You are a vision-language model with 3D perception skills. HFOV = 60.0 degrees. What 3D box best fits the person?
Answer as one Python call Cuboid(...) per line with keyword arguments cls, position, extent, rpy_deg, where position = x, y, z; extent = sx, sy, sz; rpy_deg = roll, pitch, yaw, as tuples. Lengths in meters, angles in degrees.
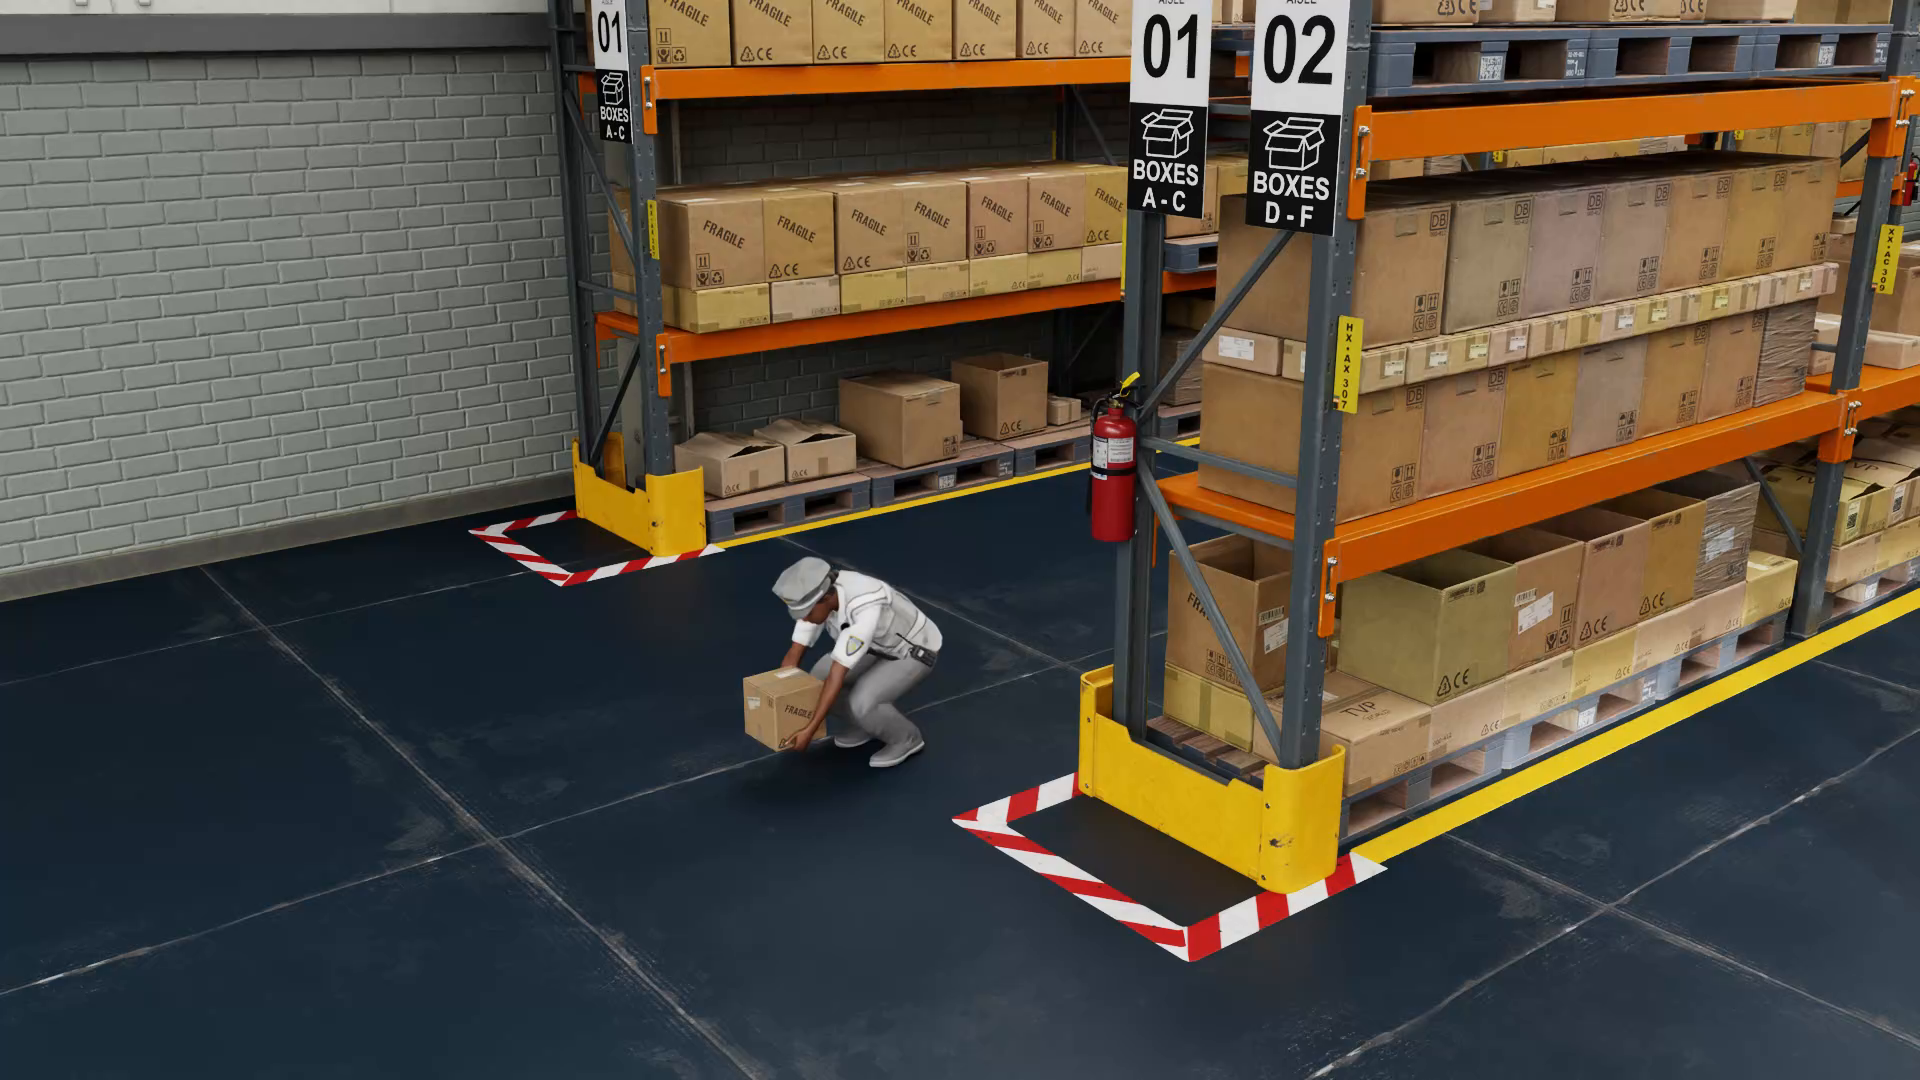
Cuboid(cls="person", position=(-0.466, 0.496, 7.152), extent=(0.862, 0.980, 0.460), rpy_deg=(-14, 23, -37))
